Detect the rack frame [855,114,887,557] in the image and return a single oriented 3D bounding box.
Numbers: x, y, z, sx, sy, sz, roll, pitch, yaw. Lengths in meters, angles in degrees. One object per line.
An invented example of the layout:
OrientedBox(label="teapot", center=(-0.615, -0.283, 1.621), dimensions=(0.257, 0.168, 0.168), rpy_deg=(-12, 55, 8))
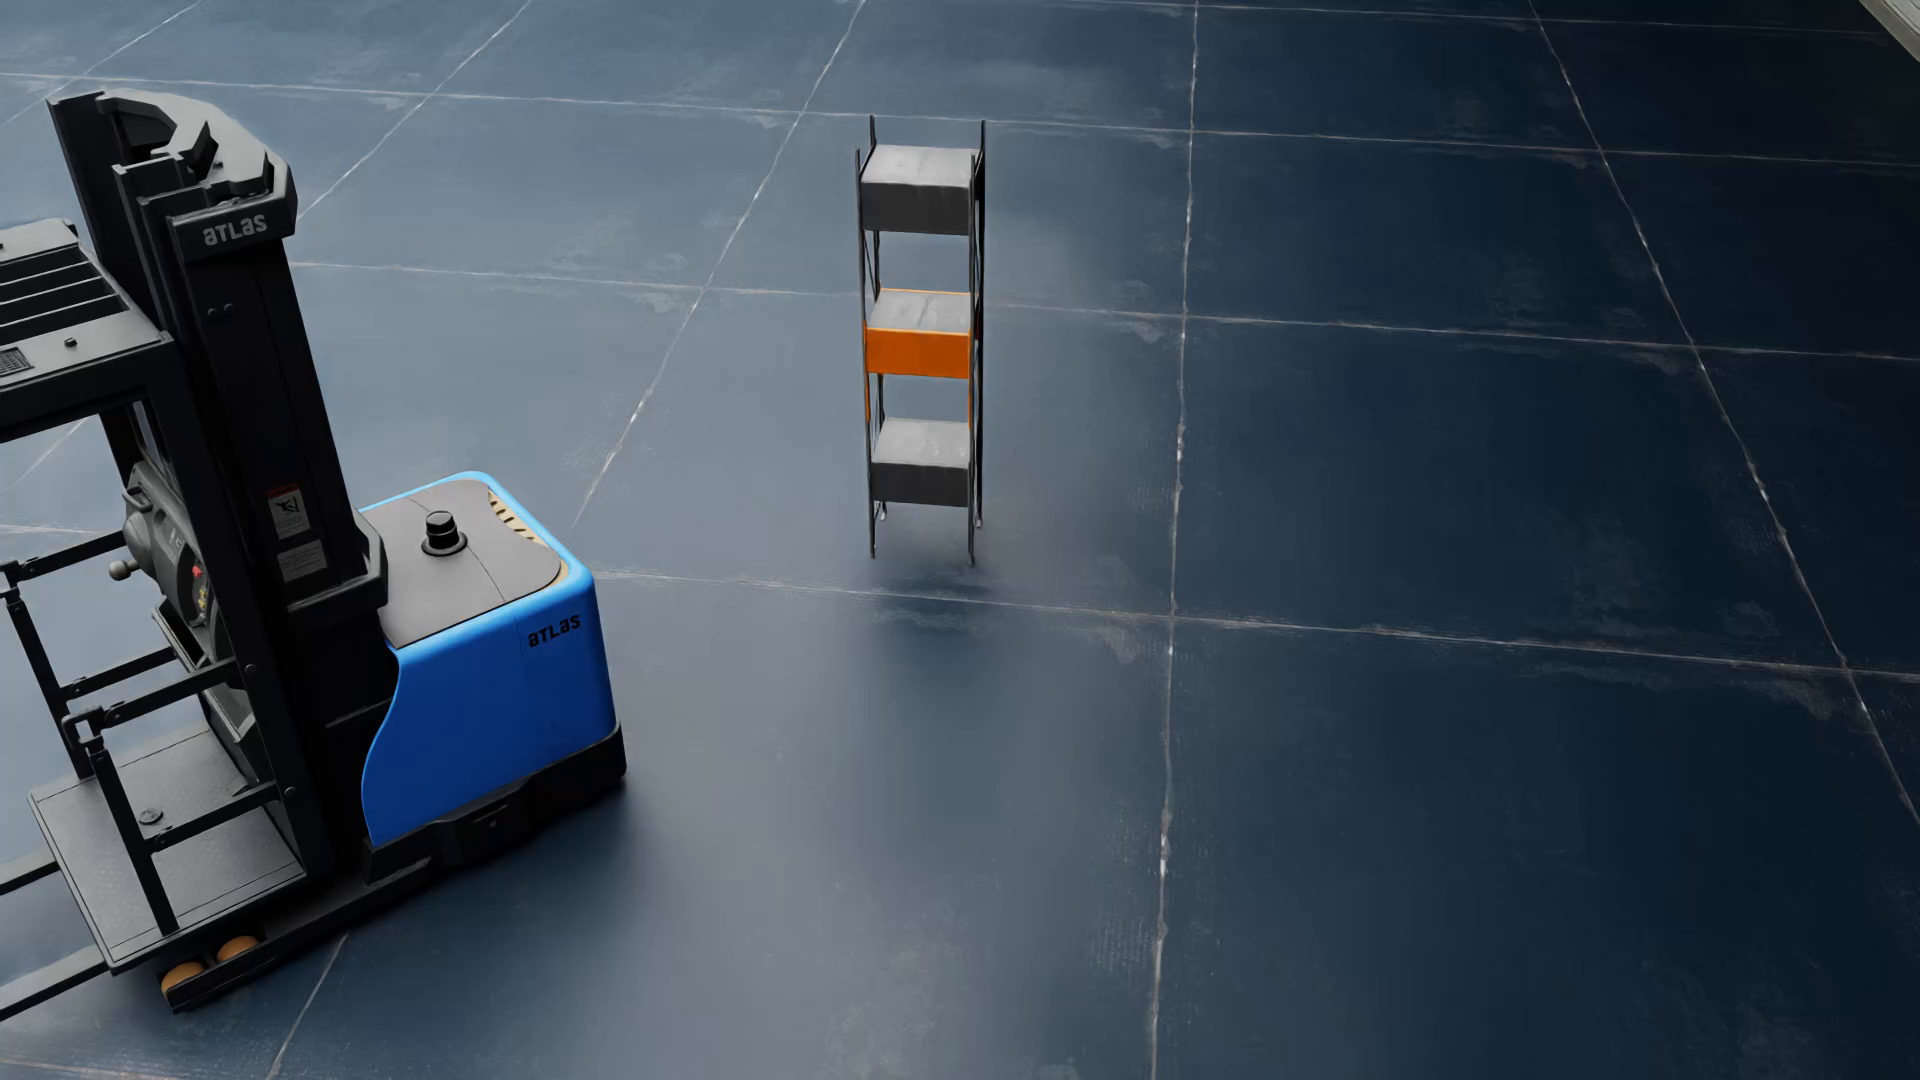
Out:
OrientedBox(label="rack frame", center=(-0.406, -0.885, 7.683), dimensions=(0.015, 2.100, 0.400), rpy_deg=(4, 36, 6))

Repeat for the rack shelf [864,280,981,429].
OrientedBox(label="rack shelf", center=(-0.164, -0.856, 7.665), dimensions=(0.480, 0.518, 0.431), rpy_deg=(4, 36, 6))

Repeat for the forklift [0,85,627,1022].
OrientedBox(label="forklift", center=(-2.831, 0.127, 5.549), dimensions=(3.031, 2.935, 1.130), rpy_deg=(-25, 42, -31))

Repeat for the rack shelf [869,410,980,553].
OrientedBox(label="rack shelf", center=(-0.164, -0.286, 8.072), dimensions=(0.480, 0.518, 0.431), rpy_deg=(4, 36, 6))

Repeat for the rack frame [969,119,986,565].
OrientedBox(label="rack frame", center=(0.078, -0.849, 7.632), dimensions=(0.015, 2.100, 0.400), rpy_deg=(4, 36, 6))

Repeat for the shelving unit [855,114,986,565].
OrientedBox(label="shelving unit", center=(-0.164, -0.867, 7.657), dimensions=(0.503, 2.100, 0.431), rpy_deg=(4, 36, 6))

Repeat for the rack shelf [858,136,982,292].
OrientedBox(label="rack shelf", center=(-0.164, -1.426, 7.258), dimensions=(0.480, 0.518, 0.431), rpy_deg=(4, 36, 6))
